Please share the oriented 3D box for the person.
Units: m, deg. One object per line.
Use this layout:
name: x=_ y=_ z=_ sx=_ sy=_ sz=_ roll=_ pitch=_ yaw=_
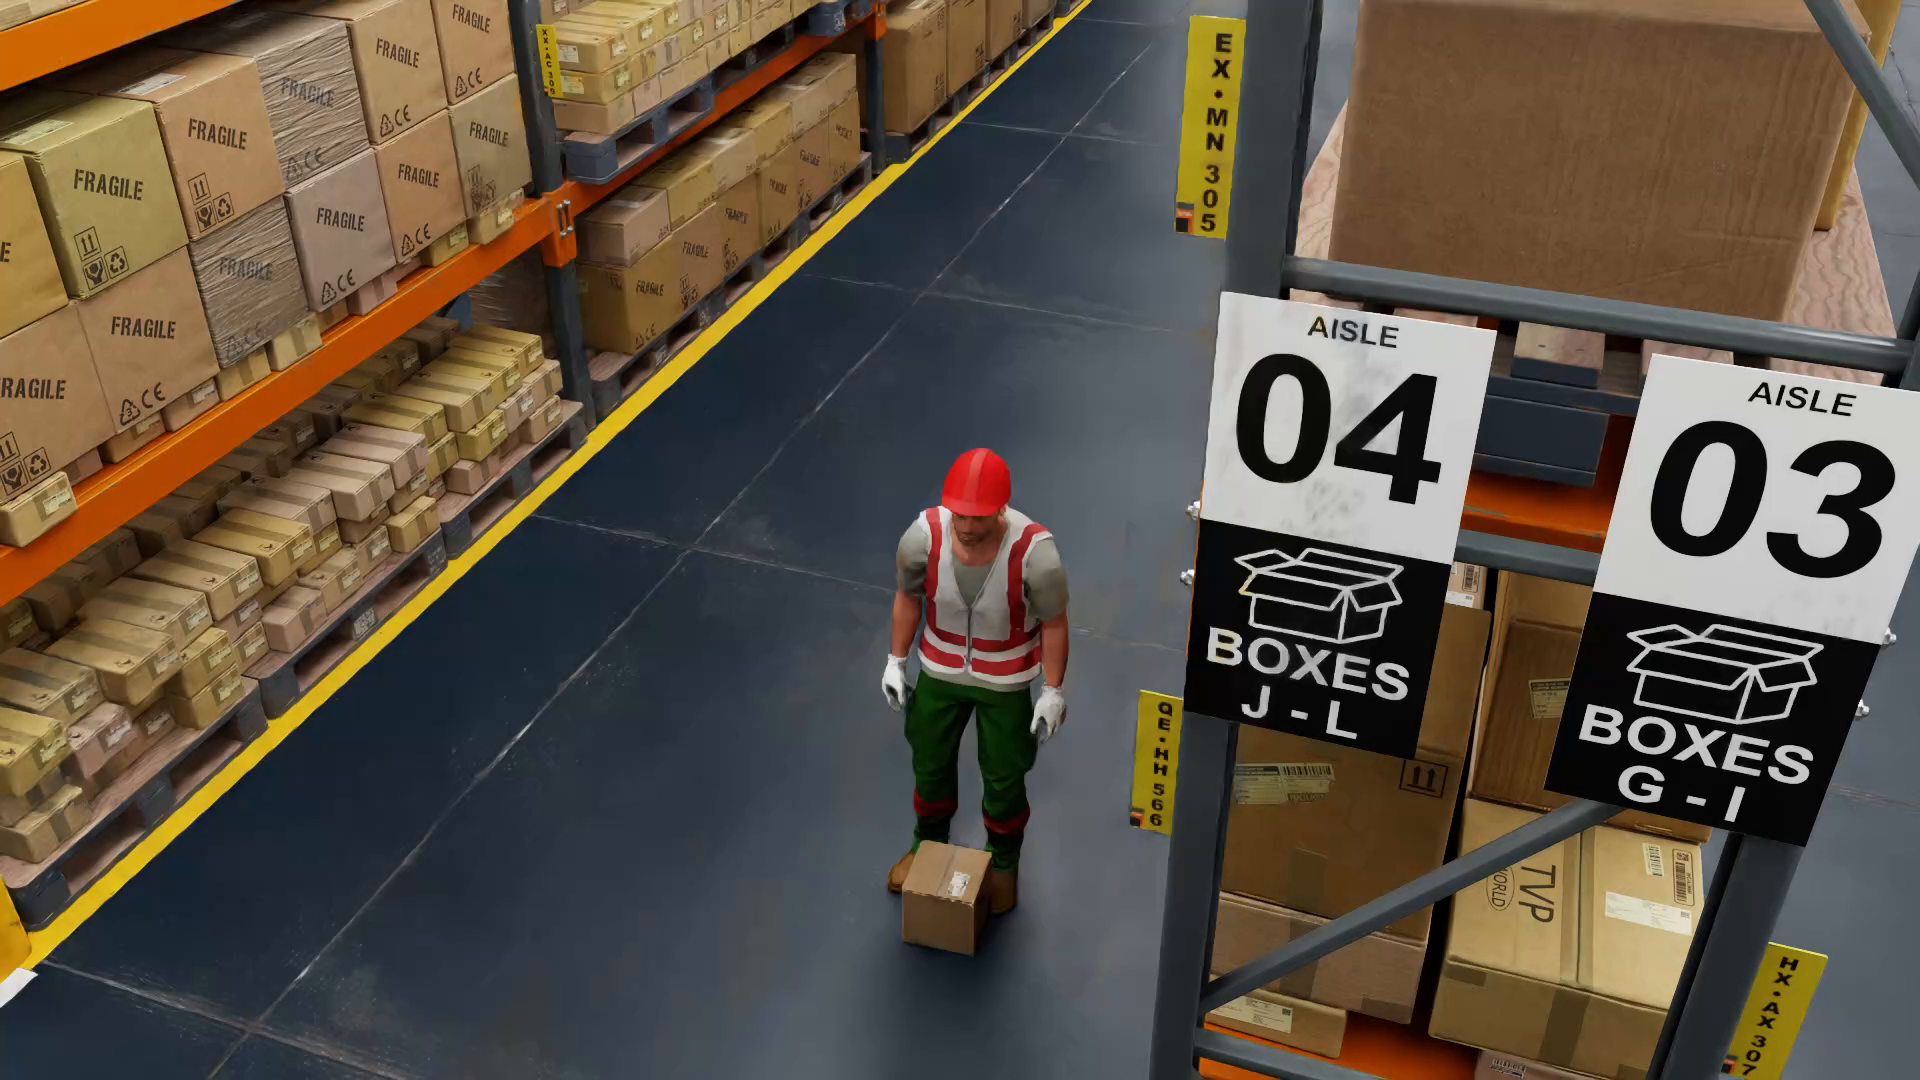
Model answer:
person: x=4.994 y=-1.757 z=8.836 sx=7.632 sy=1.779 sz=11.173 roll=10 pitch=34 yaw=14
